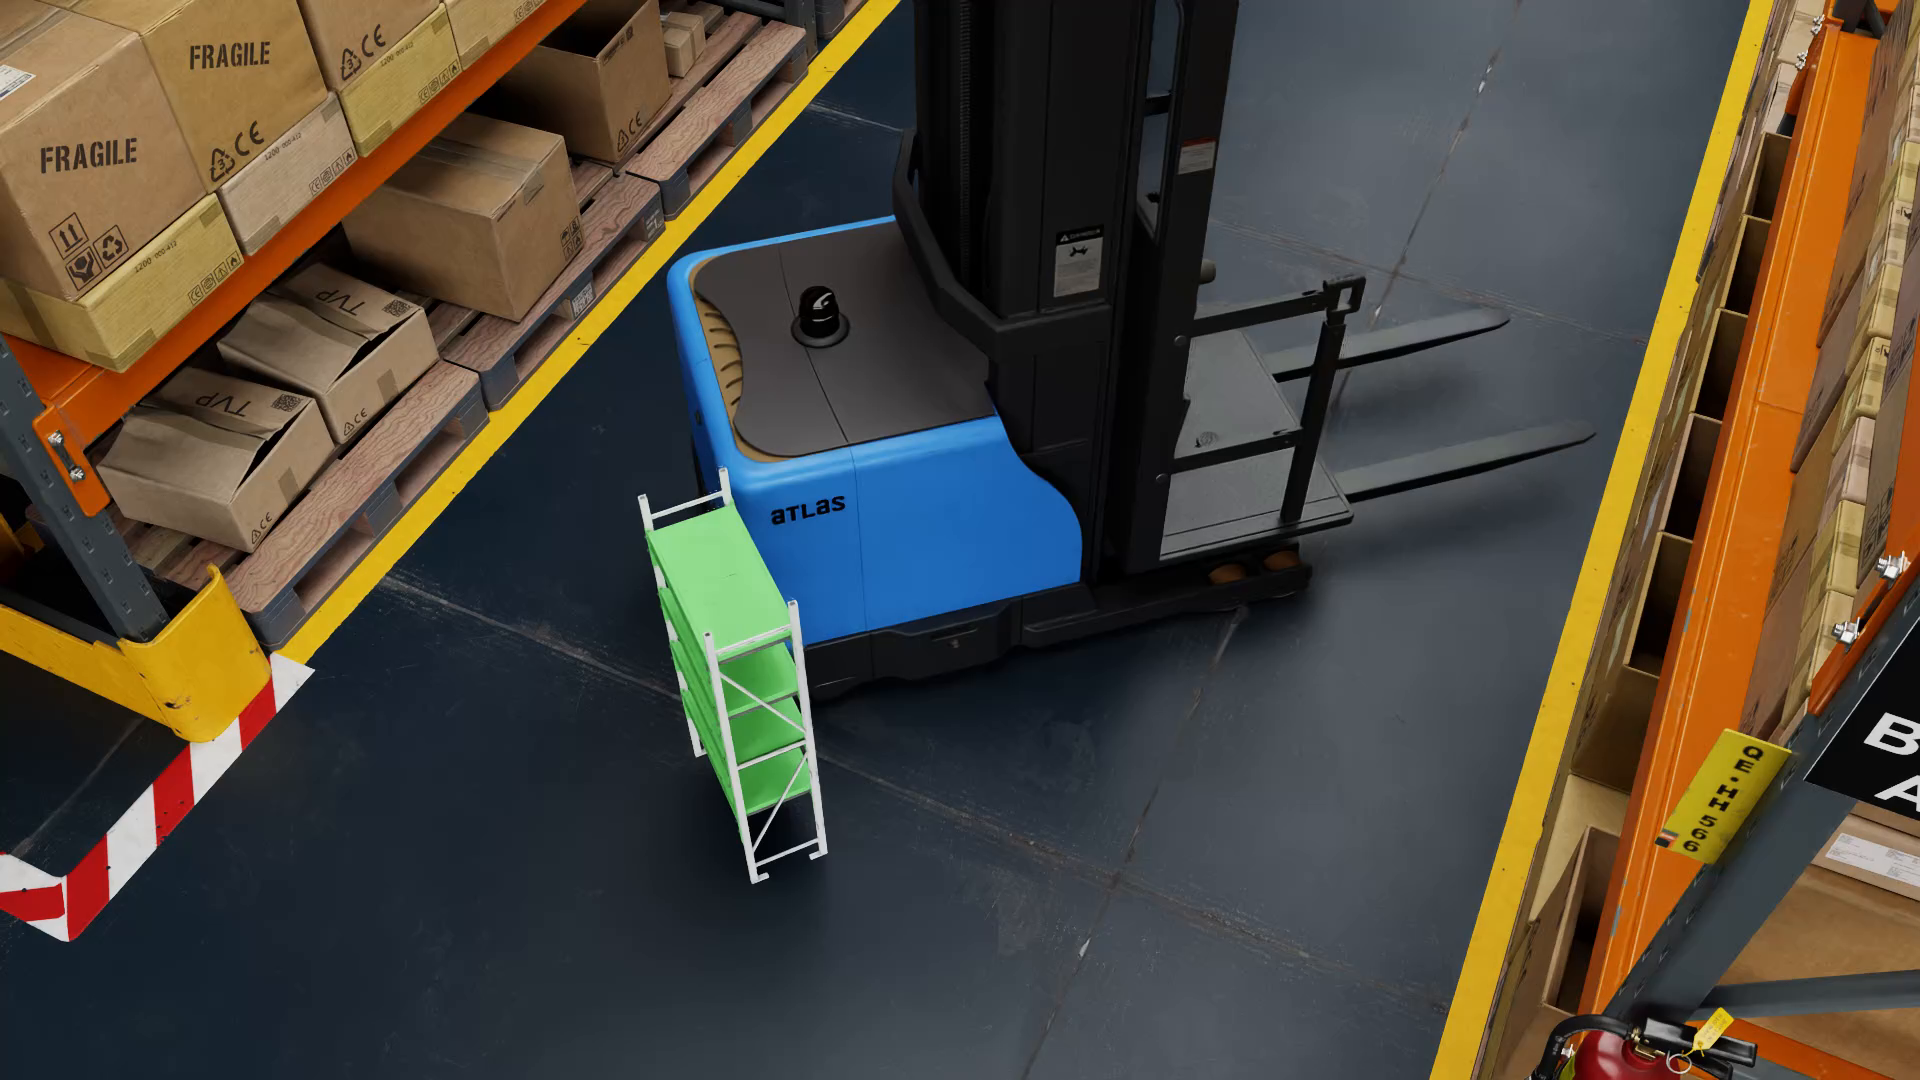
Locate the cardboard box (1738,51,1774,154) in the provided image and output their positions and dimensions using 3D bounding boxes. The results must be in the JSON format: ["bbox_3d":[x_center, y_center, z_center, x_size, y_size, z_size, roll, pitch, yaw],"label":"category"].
[{"bbox_3d":[3.483,-1.693,6.751,0.500,0.250,0.500,19,52,16],"label":"cardboard box"}]

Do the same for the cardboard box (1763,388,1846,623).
[{"bbox_3d":[2.290,-0.019,3.731,0.700,0.500,0.500,20,53,16],"label":"cardboard box"}]

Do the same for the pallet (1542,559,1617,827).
[{"bbox_3d":[2.453,0.561,5.134,1.003,0.211,1.213,20,52,16],"label":"pallet"}]

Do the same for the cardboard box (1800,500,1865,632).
[{"bbox_3d":[1.852,0.110,3.196,0.380,0.149,0.250,19,52,16],"label":"cardboard box"}]

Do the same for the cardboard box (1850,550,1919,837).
[{"bbox_3d":[1.875,0.228,2.669,0.700,0.500,0.500,20,52,16],"label":"cardboard box"}]

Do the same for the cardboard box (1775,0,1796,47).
[{"bbox_3d":[3.696,-2.222,6.833,0.500,0.311,0.500,20,52,16],"label":"cardboard box"}]

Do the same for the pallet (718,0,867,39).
[{"bbox_3d":[-0.799,-2.962,8.132,1.003,0.211,1.213,20,52,16],"label":"pallet"}]

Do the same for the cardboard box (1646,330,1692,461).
[{"bbox_3d":[2.660,-0.402,5.652,0.500,0.250,0.500,20,52,16],"label":"cardboard box"}]

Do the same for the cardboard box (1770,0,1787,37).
[{"bbox_3d":[3.920,-2.395,7.348,0.500,0.250,0.500,21,53,17],"label":"cardboard box"}]

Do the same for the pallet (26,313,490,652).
[{"bbox_3d":[-2.427,-0.272,5.842,1.003,0.211,1.213,20,52,16],"label":"pallet"}]

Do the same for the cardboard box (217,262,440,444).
[{"bbox_3d":[-2.218,-0.686,5.841,0.500,0.311,0.500,24,54,19],"label":"cardboard box"}]

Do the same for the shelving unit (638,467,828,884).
[{"bbox_3d":[-0.611,0.411,4.612,0.258,1.200,0.503,-20,52,-16],"label":"shelving unit"}]

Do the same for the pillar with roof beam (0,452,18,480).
[{"bbox_3d":[0.571,-1.882,1.443,9.100,9.000,0.400,20,52,16],"label":"pillar with roof beam"}]

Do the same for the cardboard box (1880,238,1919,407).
[{"bbox_3d":[2.310,-0.484,3.274,0.700,0.500,0.500,20,52,16],"label":"cardboard box"}]

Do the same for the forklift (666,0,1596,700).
[{"bbox_3d":[0.665,-1.089,4.752,3.031,2.935,1.130,-13,51,-11],"label":"forklift"}]

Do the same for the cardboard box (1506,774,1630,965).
[{"bbox_3d":[1.806,0.976,4.480,0.500,0.250,0.500,20,52,16],"label":"cardboard box"}]

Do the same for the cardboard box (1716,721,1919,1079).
[{"bbox_3d":[1.853,0.685,3.132,0.700,0.500,0.500,20,52,16],"label":"cardboard box"}]

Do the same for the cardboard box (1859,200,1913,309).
[{"bbox_3d":[2.293,-0.602,3.801,0.380,0.149,0.250,19,52,16],"label":"cardboard box"}]

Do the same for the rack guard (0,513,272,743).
[{"bbox_3d":[-2.806,0.183,5.266,1.175,0.500,0.348,20,52,16],"label":"rack guard"}]

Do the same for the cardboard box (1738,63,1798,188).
[{"bbox_3d":[3.264,-1.519,6.234,0.500,0.311,0.500,20,52,16],"label":"cardboard box"}]

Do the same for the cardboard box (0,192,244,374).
[{"bbox_3d":[-2.343,-0.766,4.517,0.500,0.250,0.500,18,52,15],"label":"cardboard box"}]

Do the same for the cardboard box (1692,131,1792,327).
[{"bbox_3d":[2.869,-0.991,5.661,0.500,0.500,0.500,20,52,16],"label":"cardboard box"}]

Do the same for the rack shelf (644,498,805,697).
[{"bbox_3d":[-0.611,0.141,4.296,0.258,0.148,0.480,-20,52,-16],"label":"rack shelf"}]

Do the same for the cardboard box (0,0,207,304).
[{"bbox_3d":[-2.363,-1.007,4.230,0.500,0.500,0.500,20,52,16],"label":"cardboard box"}]

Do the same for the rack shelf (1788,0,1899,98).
[{"bbox_3d":[4.205,-2.864,6.690,1.077,0.370,4.000,20,52,16],"label":"rack shelf"}]

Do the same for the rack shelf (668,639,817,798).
[{"bbox_3d":[-0.611,0.452,4.661,0.258,0.148,0.480,-20,52,-16],"label":"rack shelf"}]

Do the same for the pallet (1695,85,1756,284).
[{"bbox_3d":[3.630,-1.337,6.749,1.003,0.211,1.213,20,52,16],"label":"pallet"}]

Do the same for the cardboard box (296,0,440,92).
[{"bbox_3d":[-1.916,-1.698,4.818,0.500,0.500,0.500,18,52,15],"label":"cardboard box"}]

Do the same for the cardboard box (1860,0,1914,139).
[{"bbox_3d":[3.167,-1.445,4.944,0.700,0.500,0.500,19,52,15],"label":"cardboard box"}]

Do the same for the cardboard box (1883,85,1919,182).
[{"bbox_3d":[2.514,-0.952,4.099,0.380,0.149,0.250,18,52,15],"label":"cardboard box"}]

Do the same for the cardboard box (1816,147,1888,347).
[{"bbox_3d":[2.729,-0.735,4.341,0.700,0.500,0.500,21,53,17],"label":"cardboard box"}]

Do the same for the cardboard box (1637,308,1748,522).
[{"bbox_3d":[2.442,-0.302,5.075,0.500,0.500,0.500,20,52,16],"label":"cardboard box"}]

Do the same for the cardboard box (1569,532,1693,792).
[{"bbox_3d":[2.016,0.387,4.489,0.500,0.500,0.500,20,52,16],"label":"cardboard box"}]

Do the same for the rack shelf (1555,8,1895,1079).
[{"bbox_3d":[2.496,-0.110,4.346,1.077,0.370,4.000,20,52,16],"label":"rack shelf"}]

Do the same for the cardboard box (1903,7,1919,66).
[{"bbox_3d":[2.734,-1.309,4.402,0.380,0.149,0.250,19,52,16],"label":"cardboard box"}]

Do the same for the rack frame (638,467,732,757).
[{"bbox_3d":[-0.716,0.243,4.755,0.240,1.200,0.015,-20,52,-16],"label":"rack frame"}]

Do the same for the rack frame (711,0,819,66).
[{"bbox_3d":[-1.130,-3.329,6.613,1.000,3.000,0.127,20,52,16],"label":"rack frame"}]

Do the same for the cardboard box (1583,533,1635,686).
[{"bbox_3d":[2.234,0.287,5.066,0.500,0.250,0.500,20,52,16],"label":"cardboard box"}]

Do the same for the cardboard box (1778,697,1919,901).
[{"bbox_3d":[1.633,0.467,2.892,0.380,0.149,0.250,19,52,15],"label":"cardboard box"}]

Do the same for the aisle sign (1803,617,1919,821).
[{"bbox_3d":[1.348,0.141,1.953,0.394,0.787,0.004,20,52,16],"label":"aisle sign"}]

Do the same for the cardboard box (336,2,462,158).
[{"bbox_3d":[-1.911,-1.477,5.122,0.500,0.250,0.500,19,52,16],"label":"cardboard box"}]

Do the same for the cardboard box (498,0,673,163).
[{"bbox_3d":[-1.537,-1.934,6.779,0.500,0.500,0.500,16,52,13],"label":"cardboard box"}]

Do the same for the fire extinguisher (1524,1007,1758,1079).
[{"bbox_3d":[1.171,0.990,2.989,0.296,0.674,0.183,20,52,16],"label":"fire extinguisher"}]

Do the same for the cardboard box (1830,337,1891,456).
[{"bbox_3d":[2.074,-0.244,3.496,0.380,0.149,0.250,21,53,17],"label":"cardboard box"}]
